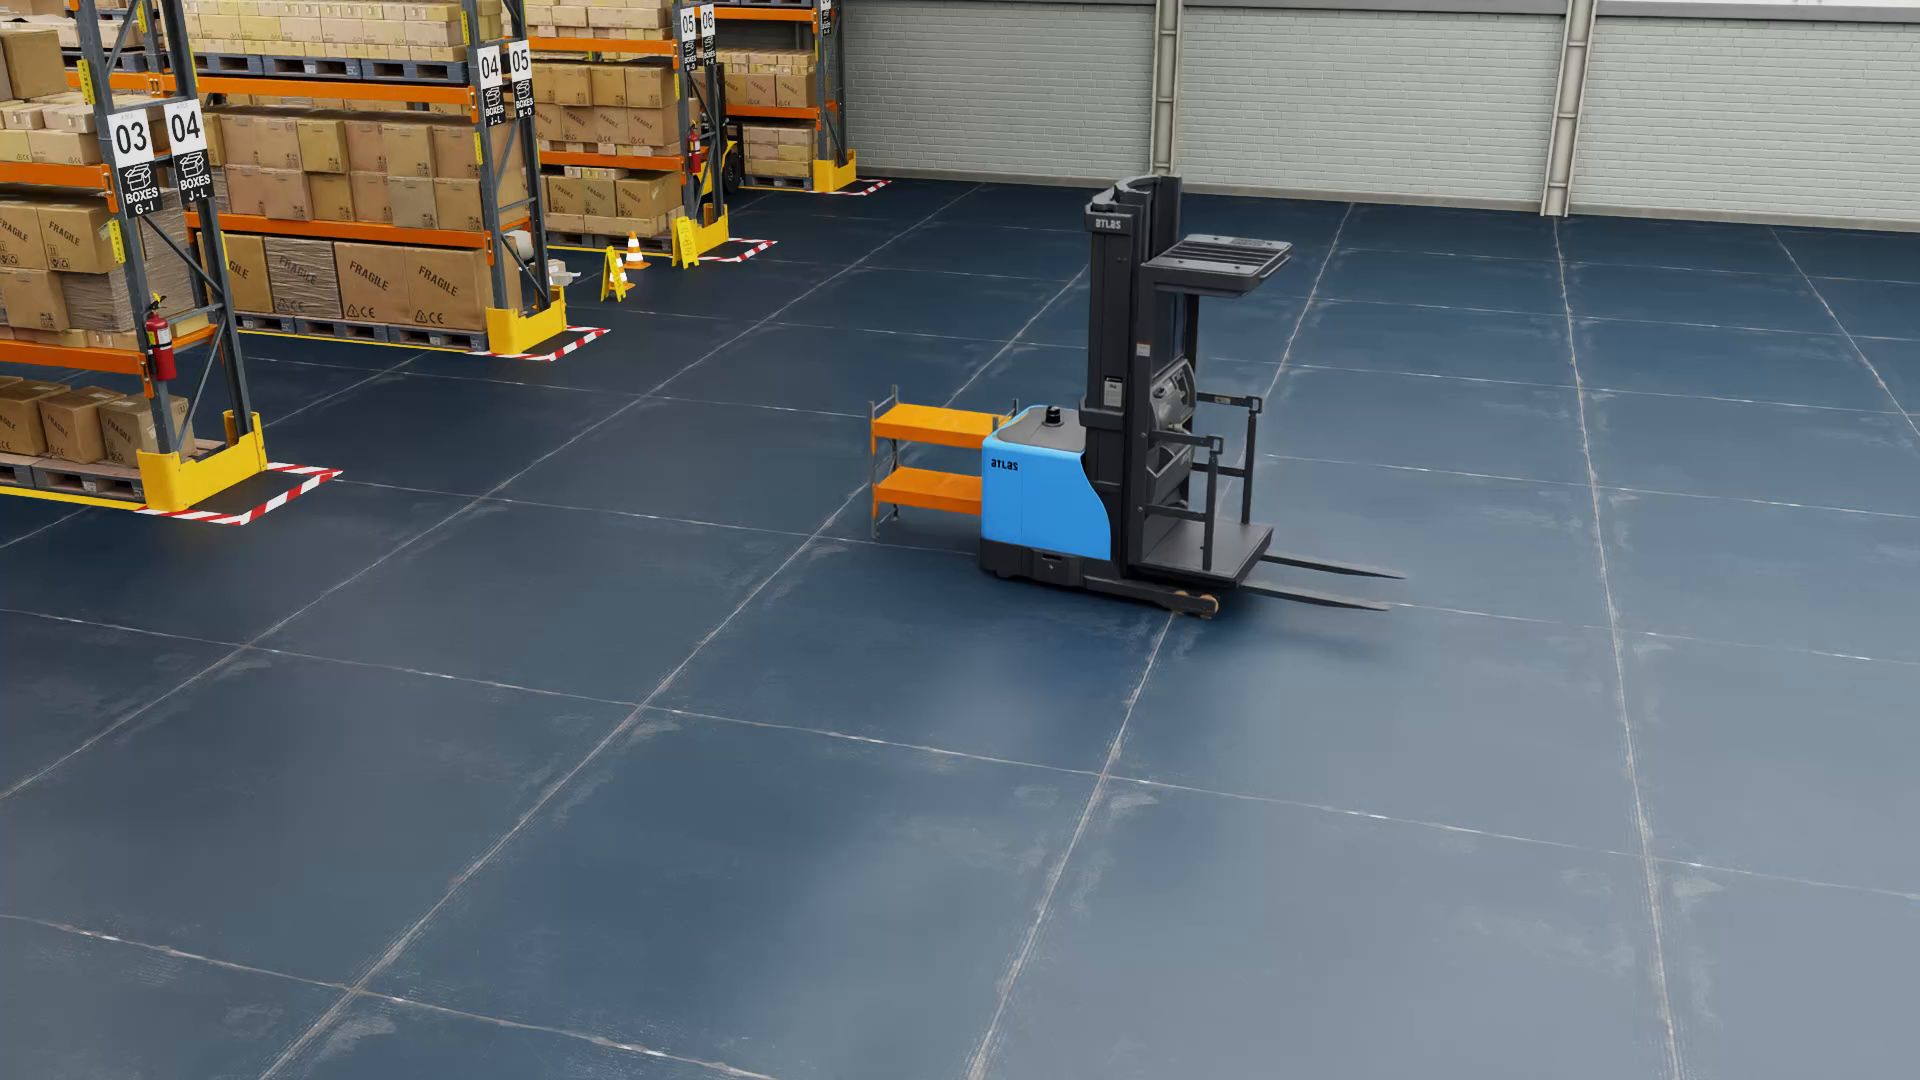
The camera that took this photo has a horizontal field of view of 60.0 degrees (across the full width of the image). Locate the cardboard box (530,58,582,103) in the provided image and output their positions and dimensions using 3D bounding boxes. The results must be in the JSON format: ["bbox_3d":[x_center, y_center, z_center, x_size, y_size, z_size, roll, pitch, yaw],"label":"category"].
[{"bbox_3d":[-5.502,-6.240,22.593,0.500,0.500,0.700,6,23,15],"label":"cardboard box"}]

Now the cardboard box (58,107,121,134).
[{"bbox_3d":[-6.731,-3.254,12.876,0.250,0.149,0.380,7,23,16],"label":"cardboard box"}]

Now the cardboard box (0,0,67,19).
[{"bbox_3d":[-10.759,-6.088,19.295,0.500,0.500,0.500,7,23,16],"label":"cardboard box"}]

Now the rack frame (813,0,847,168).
[{"bbox_3d":[-2.082,-7.239,26.870,0.127,3.000,1.000,7,23,16],"label":"rack frame"}]

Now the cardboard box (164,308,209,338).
[{"bbox_3d":[-6.579,-1.836,14.029,0.250,0.149,0.380,7,23,16],"label":"cardboard box"}]

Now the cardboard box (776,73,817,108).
[{"bbox_3d":[-2.629,-7.244,26.750,0.500,0.500,0.500,6,23,14],"label":"cardboard box"}]

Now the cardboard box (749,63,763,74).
[{"bbox_3d":[-3.213,-7.621,26.814,0.250,0.149,0.380,6,23,15],"label":"cardboard box"}]

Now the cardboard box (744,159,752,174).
[{"bbox_3d":[-3.573,-6.214,27.441,0.500,0.250,0.500,7,23,16],"label":"cardboard box"}]

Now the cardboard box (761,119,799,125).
[{"bbox_3d":[-2.967,-6.798,27.549,0.500,0.250,0.500,7,23,16],"label":"cardboard box"}]

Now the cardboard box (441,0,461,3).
[{"bbox_3d":[-5.313,-5.686,17.728,0.250,0.149,0.380,7,23,16],"label":"cardboard box"}]

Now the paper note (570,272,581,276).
[{"bbox_3d":[-4.992,-3.442,21.525,0.142,0.019,0.148,-1,22,-3],"label":"paper note"}]

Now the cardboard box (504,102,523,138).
[{"bbox_3d":[-6.037,-5.801,22.842,0.500,0.500,0.500,6,23,15],"label":"cardboard box"}]

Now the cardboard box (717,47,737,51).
[{"bbox_3d":[-3.814,-8.017,27.389,0.250,0.149,0.380,7,23,16],"label":"cardboard box"}]

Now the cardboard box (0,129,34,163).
[{"bbox_3d":[-7.389,-3.167,13.188,0.500,0.250,0.500,7,23,16],"label":"cardboard box"}]

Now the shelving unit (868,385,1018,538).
[{"bbox_3d":[-0.127,-0.557,13.050,1.048,1.125,0.538,8,24,19],"label":"shelving unit"}]

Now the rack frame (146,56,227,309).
[{"bbox_3d":[-8.675,-4.064,19.130,0.127,3.000,1.000,7,23,16],"label":"rack frame"}]

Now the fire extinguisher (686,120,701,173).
[{"bbox_3d":[-3.536,-5.219,22.048,0.183,0.674,0.296,7,23,16],"label":"fire extinguisher"}]

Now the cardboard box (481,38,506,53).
[{"bbox_3d":[-5.081,-5.292,17.816,0.250,0.149,0.380,7,23,16],"label":"cardboard box"}]

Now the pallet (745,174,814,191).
[{"bbox_3d":[-2.826,-6.017,27.566,1.213,0.211,1.003,7,23,16],"label":"pallet"}]

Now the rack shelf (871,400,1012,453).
[{"bbox_3d":[-0.127,-0.828,12.939,1.000,0.278,0.538,8,24,19],"label":"rack shelf"}]

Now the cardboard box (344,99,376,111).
[{"bbox_3d":[-8.325,-6.273,23.438,0.500,0.500,0.500,7,23,16],"label":"cardboard box"}]

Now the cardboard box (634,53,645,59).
[{"bbox_3d":[-5.169,-7.998,27.342,0.250,0.149,0.380,6,23,15],"label":"cardboard box"}]

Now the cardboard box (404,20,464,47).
[{"bbox_3d":[-5.395,-5.274,17.248,0.500,0.250,0.500,7,23,16],"label":"cardboard box"}]

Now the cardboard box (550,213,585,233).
[{"bbox_3d":[-5.360,-4.463,23.172,0.500,0.250,0.500,6,23,14],"label":"cardboard box"}]

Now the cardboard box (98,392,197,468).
[{"bbox_3d":[-6.968,-0.947,14.271,0.500,0.500,0.500,11,25,25],"label":"cardboard box"}]

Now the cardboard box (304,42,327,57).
[{"bbox_3d":[-6.722,-5.218,17.637,0.250,0.149,0.380,7,23,16],"label":"cardboard box"}]

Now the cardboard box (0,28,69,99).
[{"bbox_3d":[-7.718,-3.898,13.591,0.500,0.500,0.500,6,23,15],"label":"cardboard box"}]

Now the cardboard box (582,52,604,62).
[{"bbox_3d":[-6.186,-8.140,28.081,0.250,0.149,0.380,6,23,14],"label":"cardboard box"}]

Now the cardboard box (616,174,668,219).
[{"bbox_3d":[-4.355,-4.697,22.755,0.500,0.500,0.500,7,23,16],"label":"cardboard box"}]

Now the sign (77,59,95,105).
[{"bbox_3d":[-6.554,-3.432,12.471,0.005,0.325,0.100,7,23,16],"label":"sign"}]

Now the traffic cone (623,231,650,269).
[{"bbox_3d":[-4.297,-3.840,21.926,0.334,0.463,0.336,7,23,16],"label":"traffic cone"}]

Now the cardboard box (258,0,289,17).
[{"bbox_3d":[-7.206,-5.642,17.621,0.250,0.149,0.380,7,23,15],"label":"cardboard box"}]

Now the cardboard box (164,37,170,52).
[{"bbox_3d":[-8.425,-5.413,18.111,0.250,0.149,0.380,6,23,15],"label":"cardboard box"}]

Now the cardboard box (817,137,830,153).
[{"bbox_3d":[-2.472,-6.519,27.527,0.500,0.250,0.500,7,23,16],"label":"cardboard box"}]

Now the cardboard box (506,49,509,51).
[{"bbox_3d":[-7.896,-8.339,28.565,0.250,0.149,0.380,7,23,17],"label":"cardboard box"}]

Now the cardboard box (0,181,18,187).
[{"bbox_3d":[-8.259,-2.804,14.218,0.500,0.500,0.500,7,23,16],"label":"cardboard box"}]

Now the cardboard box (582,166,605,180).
[{"bbox_3d":[-4.965,-5.042,22.741,0.250,0.149,0.380,7,23,16],"label":"cardboard box"}]

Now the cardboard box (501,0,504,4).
[{"bbox_3d":[-6.131,-7.263,22.257,0.250,0.149,0.380,6,23,14],"label":"cardboard box"}]

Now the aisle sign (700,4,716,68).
[{"bbox_3d":[-3.363,-6.743,22.237,0.004,0.787,0.394,7,23,16],"label":"aisle sign"}]

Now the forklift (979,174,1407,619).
[{"bbox_3d":[1.704,-1.025,11.812,3.031,2.935,1.130,10,24,23],"label":"forklift"}]

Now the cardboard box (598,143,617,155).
[{"bbox_3d":[-4.701,-5.323,22.529,0.250,0.149,0.380,7,23,16],"label":"cardboard box"}]

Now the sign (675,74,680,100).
[{"bbox_3d":[-3.692,-5.917,21.706,0.005,0.325,0.100,7,23,16],"label":"sign"}]

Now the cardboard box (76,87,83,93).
[{"bbox_3d":[-12.709,-6.892,24.576,0.500,0.500,0.500,7,23,16],"label":"cardboard box"}]

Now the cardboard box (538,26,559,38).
[{"bbox_3d":[-5.418,-6.796,22.169,0.250,0.149,0.380,6,23,15],"label":"cardboard box"}]

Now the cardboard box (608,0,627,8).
[{"bbox_3d":[-4.407,-7.069,21.783,0.250,0.149,0.380,6,23,15],"label":"cardboard box"}]

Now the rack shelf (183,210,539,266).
[{"bbox_3d":[-6.760,-3.512,18.732,4.000,0.370,1.077,7,23,16],"label":"rack shelf"}]

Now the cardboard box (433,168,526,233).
[{"bbox_3d":[-5.214,-3.719,18.091,0.550,0.550,0.875,7,23,16],"label":"cardboard box"}]

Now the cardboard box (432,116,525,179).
[{"bbox_3d":[-5.189,-4.249,17.961,0.550,0.550,0.875,7,23,16],"label":"cardboard box"}]

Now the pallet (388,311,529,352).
[{"bbox_3d":[-5.633,-2.394,18.734,1.213,0.211,1.003,7,23,15],"label":"pallet"}]

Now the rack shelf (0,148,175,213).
[{"bbox_3d":[-8.290,-3.109,13.796,4.000,0.370,1.077,7,23,16],"label":"rack shelf"}]

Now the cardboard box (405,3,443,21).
[{"bbox_3d":[-5.504,-5.448,17.147,0.250,0.149,0.380,7,23,16],"label":"cardboard box"}]

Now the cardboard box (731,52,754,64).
[{"bbox_3d":[-3.488,-7.763,26.768,0.250,0.149,0.380,7,23,17],"label":"cardboard box"}]
